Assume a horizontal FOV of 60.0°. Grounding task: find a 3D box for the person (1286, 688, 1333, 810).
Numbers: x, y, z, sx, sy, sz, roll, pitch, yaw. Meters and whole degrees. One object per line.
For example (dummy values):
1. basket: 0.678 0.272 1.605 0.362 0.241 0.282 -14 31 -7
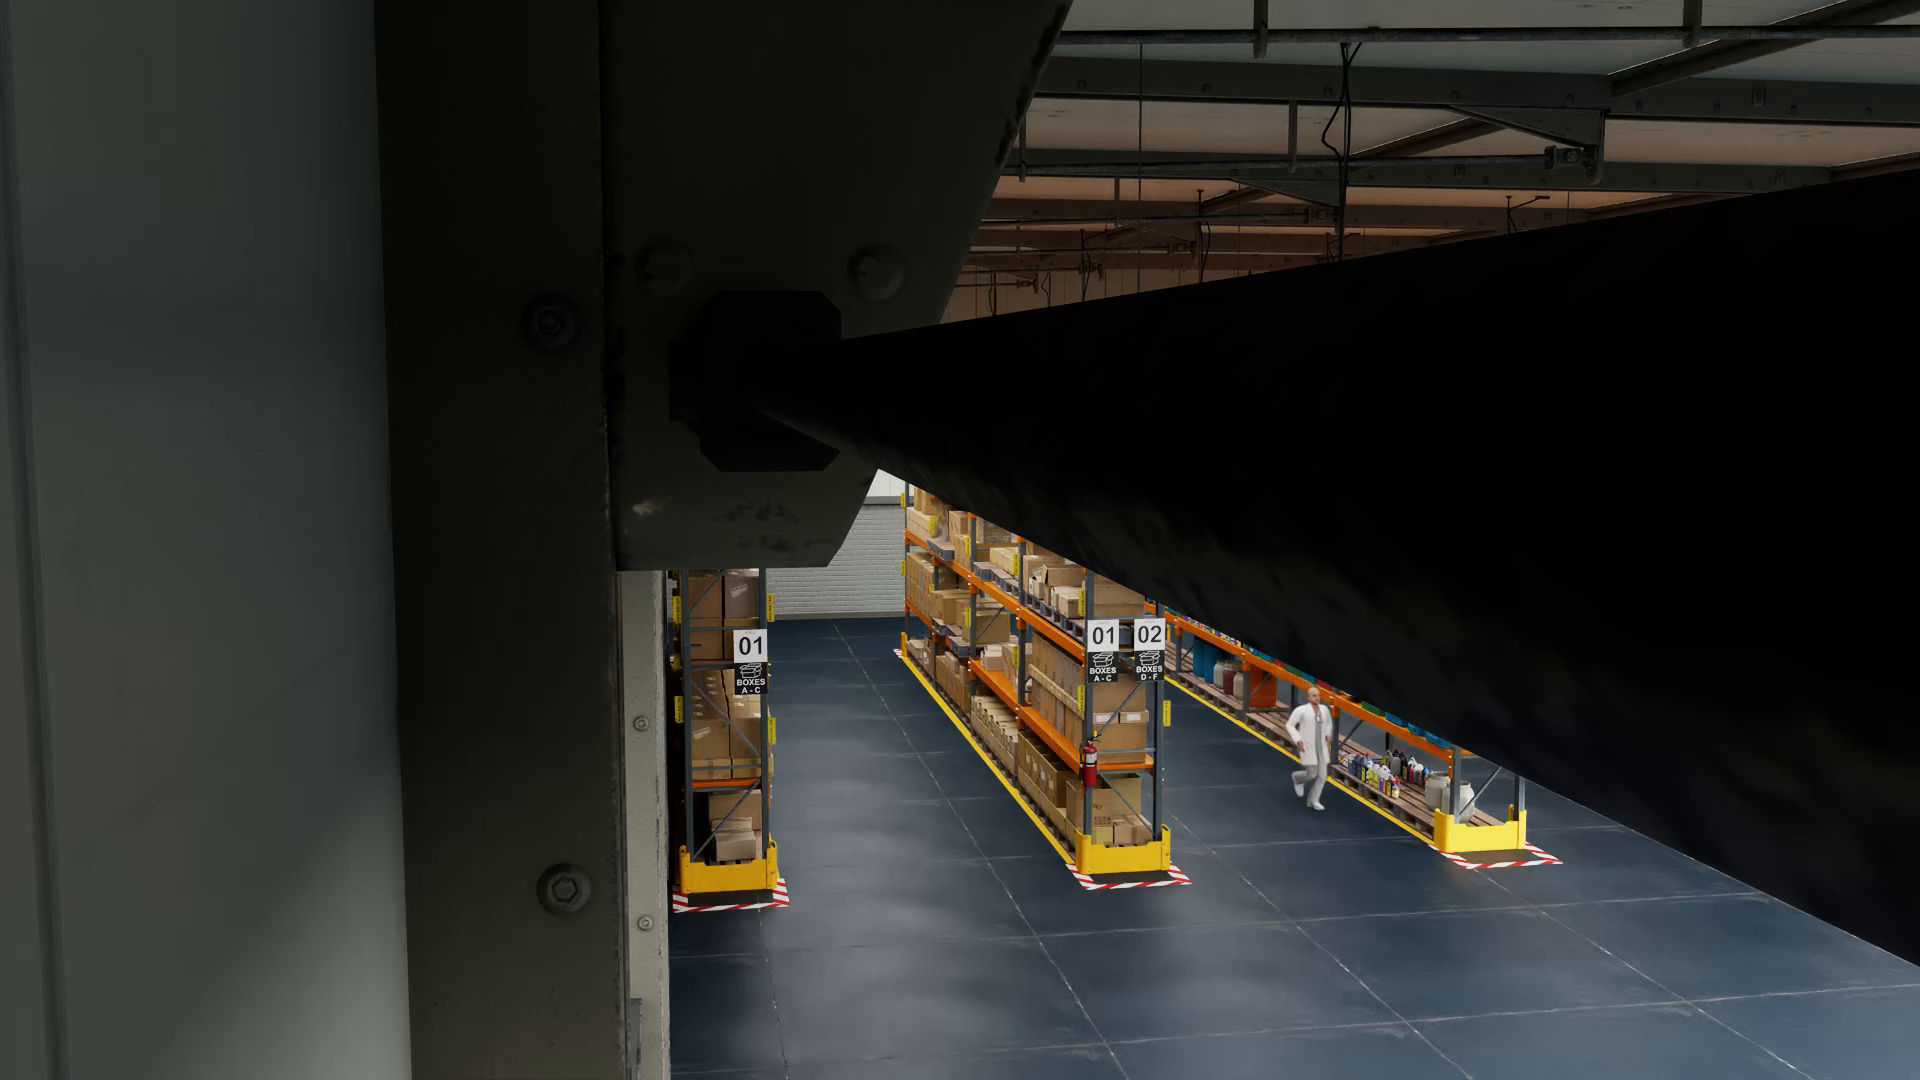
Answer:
1. person: 5.067 2.986 23.955 0.726 1.734 0.702 -2 6 -19
